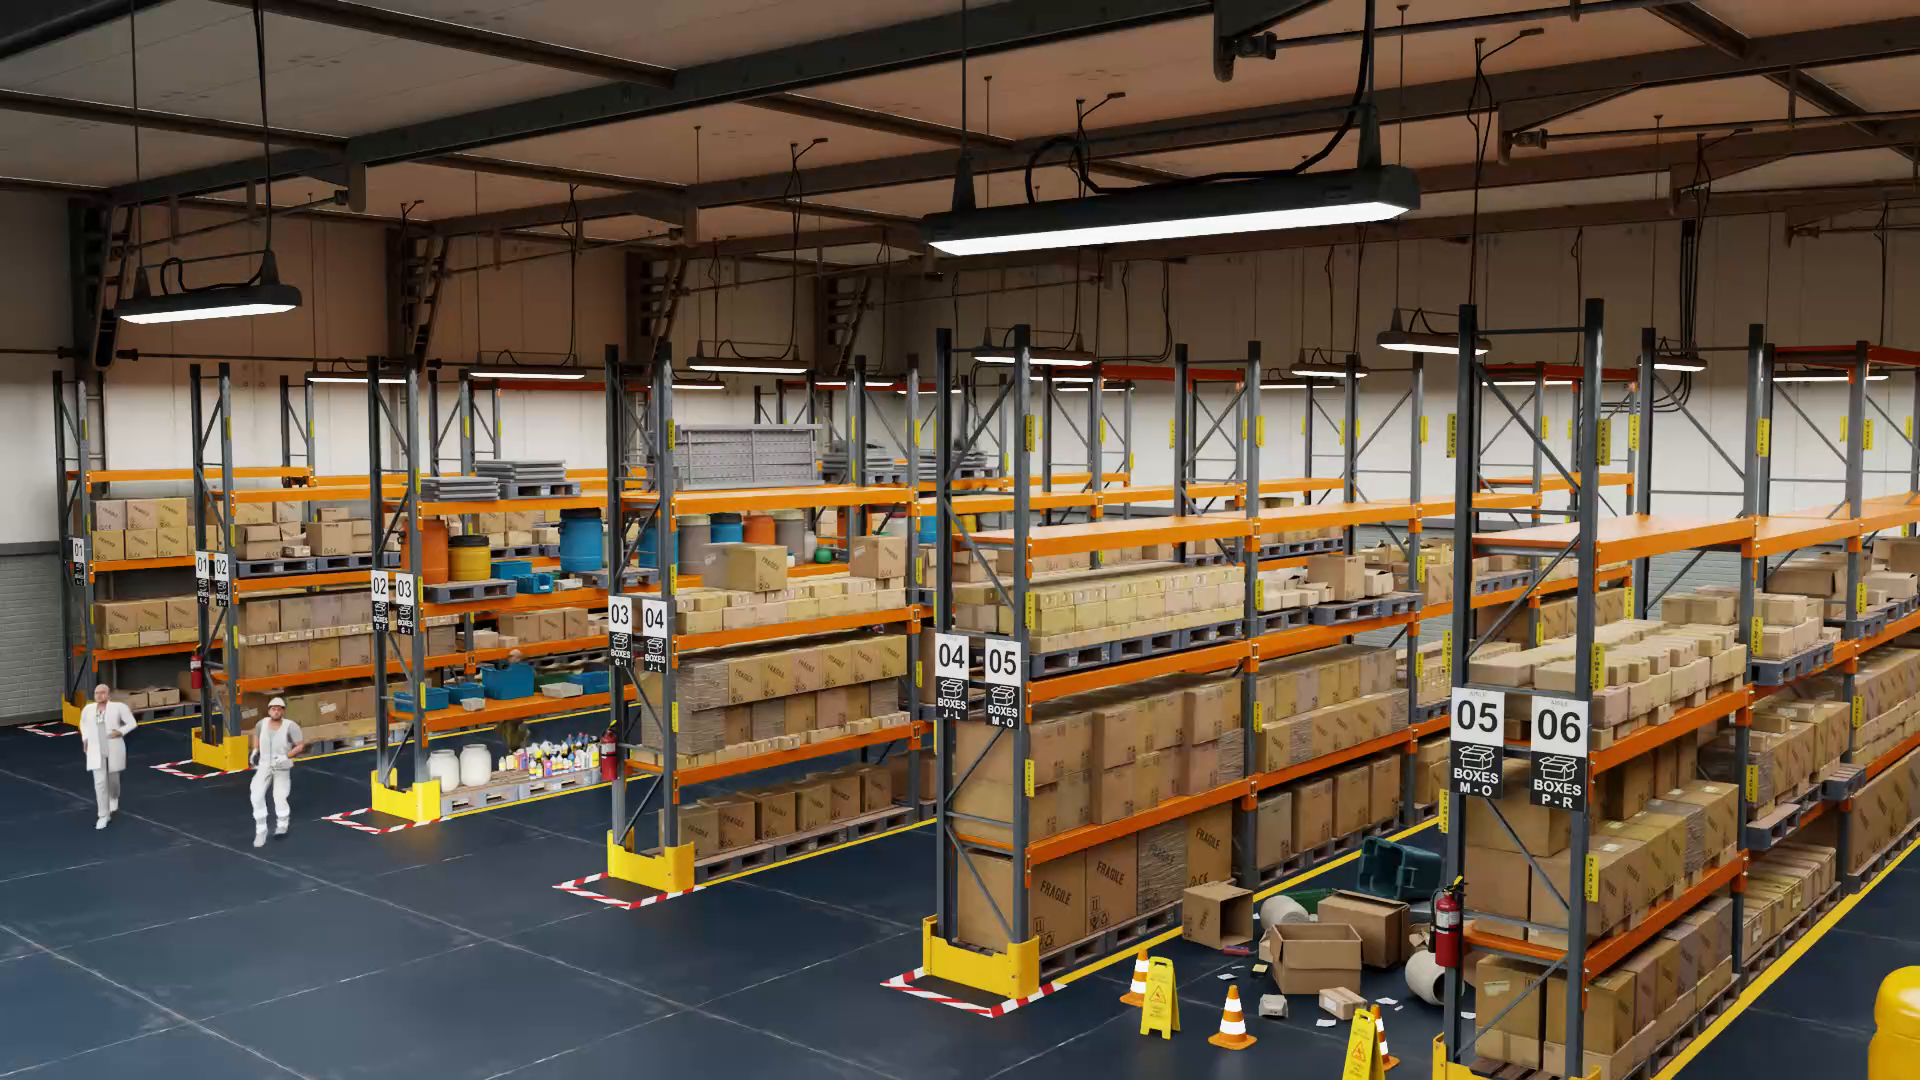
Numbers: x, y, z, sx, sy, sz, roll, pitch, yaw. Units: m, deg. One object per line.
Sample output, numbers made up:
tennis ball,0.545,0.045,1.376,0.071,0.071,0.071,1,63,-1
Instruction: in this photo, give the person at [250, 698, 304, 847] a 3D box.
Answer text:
person,-8.375,2.824,20.398,0.681,1.816,0.684,0,4,-2

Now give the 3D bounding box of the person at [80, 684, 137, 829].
person,-10.955,2.739,21.364,0.690,1.791,0.908,-1,4,-18

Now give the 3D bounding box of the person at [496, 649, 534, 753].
person,-6.672,2.504,25.002,0.712,1.731,0.637,3,5,33
